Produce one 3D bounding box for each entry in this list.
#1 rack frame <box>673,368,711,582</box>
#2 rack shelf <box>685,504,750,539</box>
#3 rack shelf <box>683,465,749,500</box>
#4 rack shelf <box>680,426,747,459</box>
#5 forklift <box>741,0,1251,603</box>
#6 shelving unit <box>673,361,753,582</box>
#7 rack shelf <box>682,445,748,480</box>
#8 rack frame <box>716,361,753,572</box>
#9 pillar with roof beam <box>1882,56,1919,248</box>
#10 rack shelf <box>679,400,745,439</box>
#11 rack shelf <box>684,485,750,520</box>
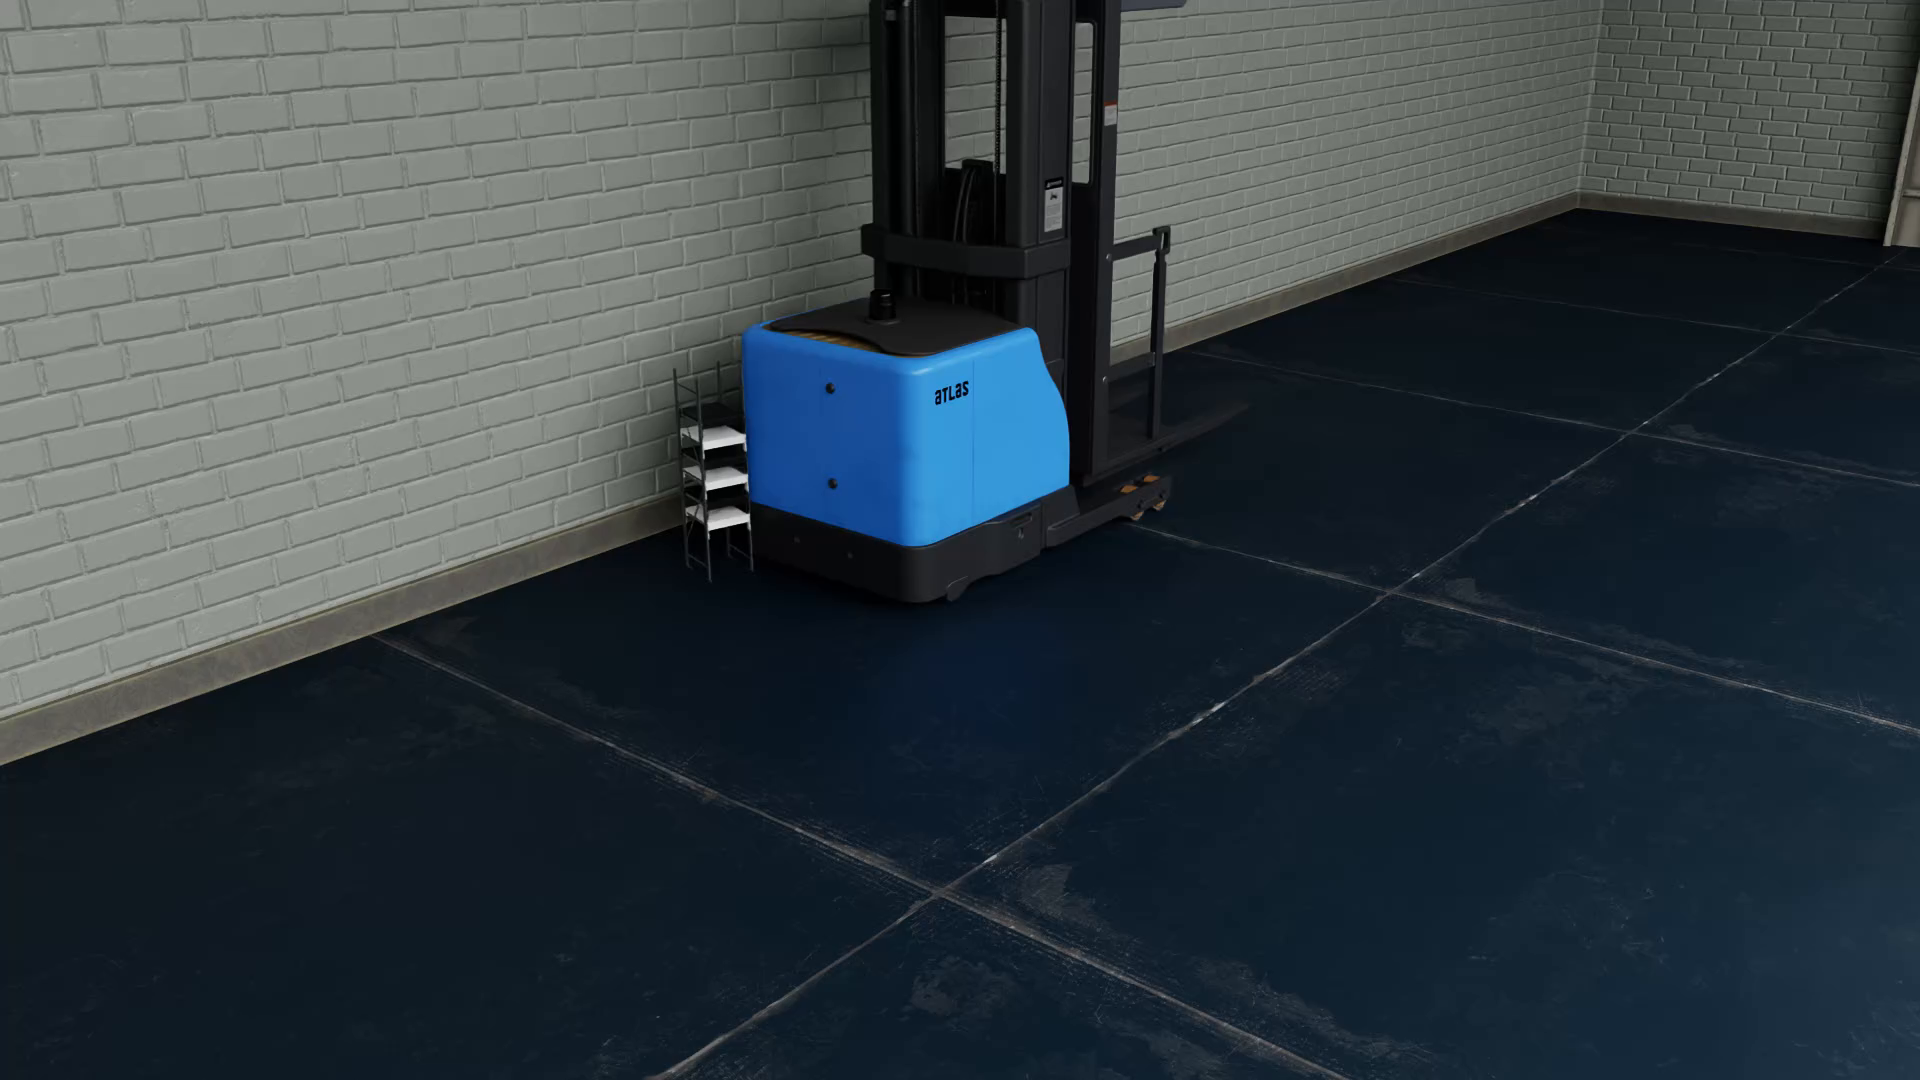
[{"bbox_3d":[-1.146,-0.273,7.117,0.006,0.900,0.240,-14,25,-32],"label":"rack frame"},{"bbox_3d":[-1.061,-0.094,7.246,0.200,0.077,0.258,-14,25,-32],"label":"rack shelf"},{"bbox_3d":[-1.062,-0.262,7.182,0.200,0.077,0.258,-14,25,-32],"label":"rack shelf"},{"bbox_3d":[-1.062,-0.431,7.118,0.200,0.077,0.258,-14,25,-32],"label":"rack shelf"},{"bbox_3d":[0.372,-1.564,7.661,1.130,2.935,3.031,16,26,36],"label":"forklift"},{"bbox_3d":[-1.062,-0.294,7.170,0.210,0.900,0.258,-14,25,-32],"label":"shelving unit"},{"bbox_3d":[-1.062,-0.347,7.150,0.200,0.077,0.258,-14,25,-32],"label":"rack shelf"},{"bbox_3d":[-0.977,-0.314,7.223,0.006,0.900,0.240,-14,25,-32],"label":"rack frame"},{"bbox_3d":[5.552,-5.594,9.750,0.400,9.000,9.100,16,26,36],"label":"pillar with roof beam"},{"bbox_3d":[-1.062,-0.515,7.086,0.200,0.077,0.258,-14,25,-32],"label":"rack shelf"},{"bbox_3d":[-1.061,-0.178,7.214,0.200,0.077,0.258,-14,25,-32],"label":"rack shelf"}]
